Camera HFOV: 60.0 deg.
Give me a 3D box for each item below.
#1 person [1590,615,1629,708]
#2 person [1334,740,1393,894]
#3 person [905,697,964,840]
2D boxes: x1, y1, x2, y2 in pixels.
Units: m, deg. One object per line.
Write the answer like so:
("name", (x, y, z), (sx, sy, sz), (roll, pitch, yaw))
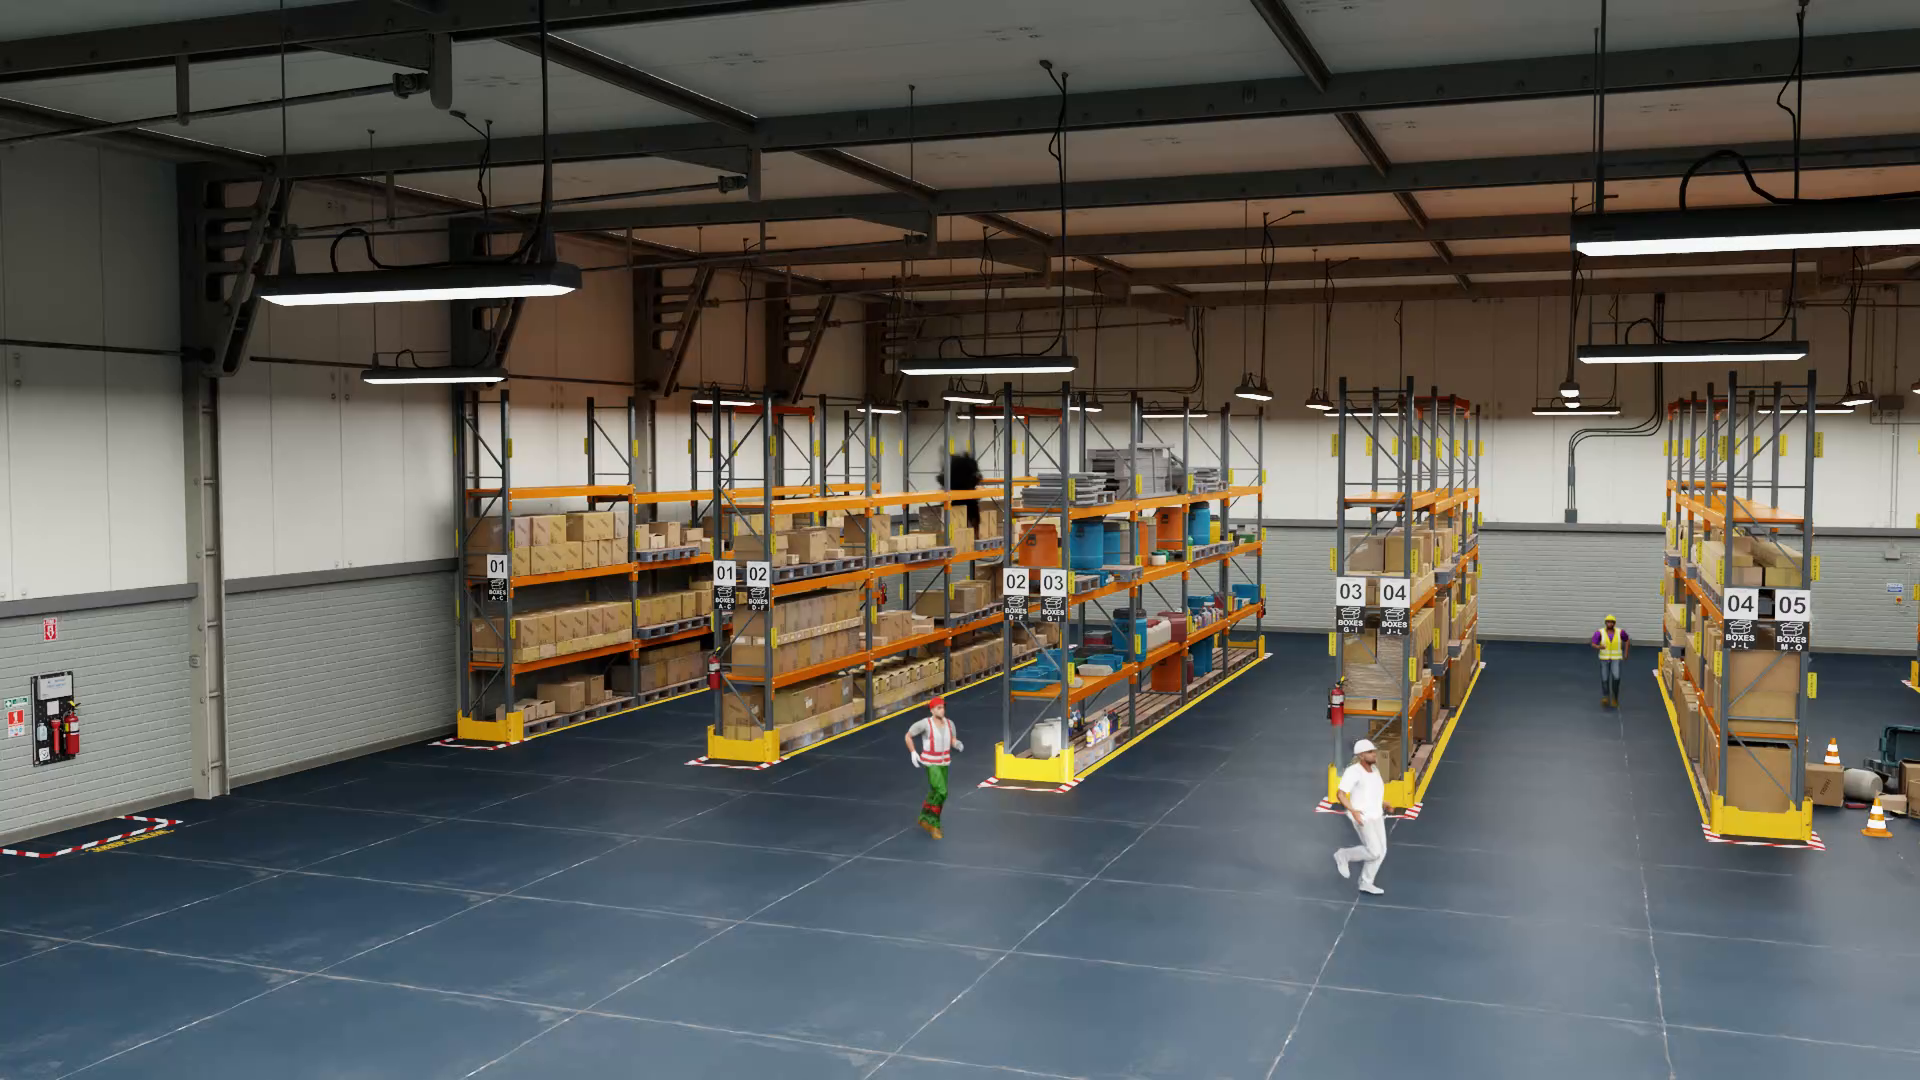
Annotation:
("person", (12.574, 2.354, 32.188), (0.707, 1.817, 0.729), (1, 3, 21))
("person", (4.552, 3.110, 18.794), (0.702, 1.721, 0.589), (-3, 4, -43))
("person", (-0.291, 2.938, 21.479), (0.637, 1.834, 0.767), (-3, 4, -43))
